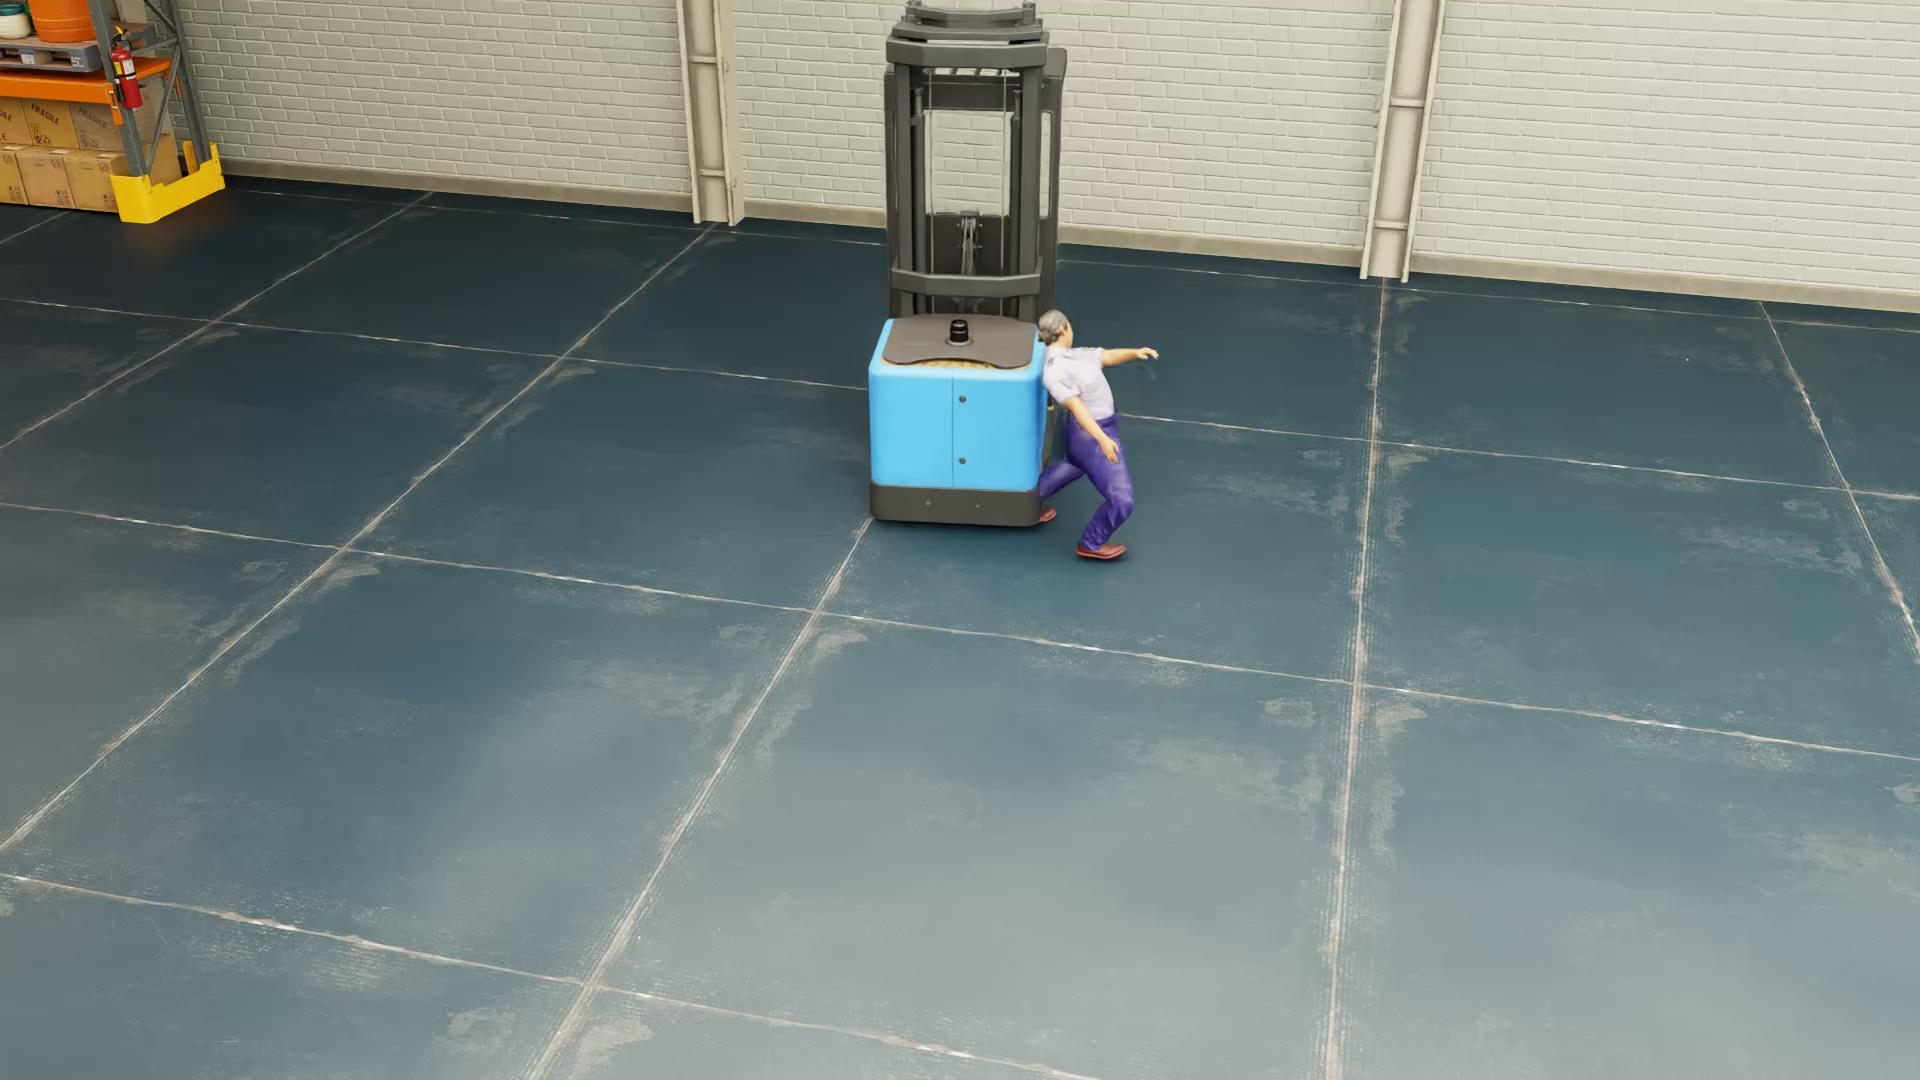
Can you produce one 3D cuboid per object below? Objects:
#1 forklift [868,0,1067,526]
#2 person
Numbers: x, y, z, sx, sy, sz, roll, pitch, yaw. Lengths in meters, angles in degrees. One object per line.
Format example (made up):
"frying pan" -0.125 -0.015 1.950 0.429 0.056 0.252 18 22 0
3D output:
"forklift" 0.103 -2.058 10.802 1.130 2.935 3.031 3 30 5
"person" 0.734 -0.579 9.654 0.773 1.424 0.900 -3 30 -5
